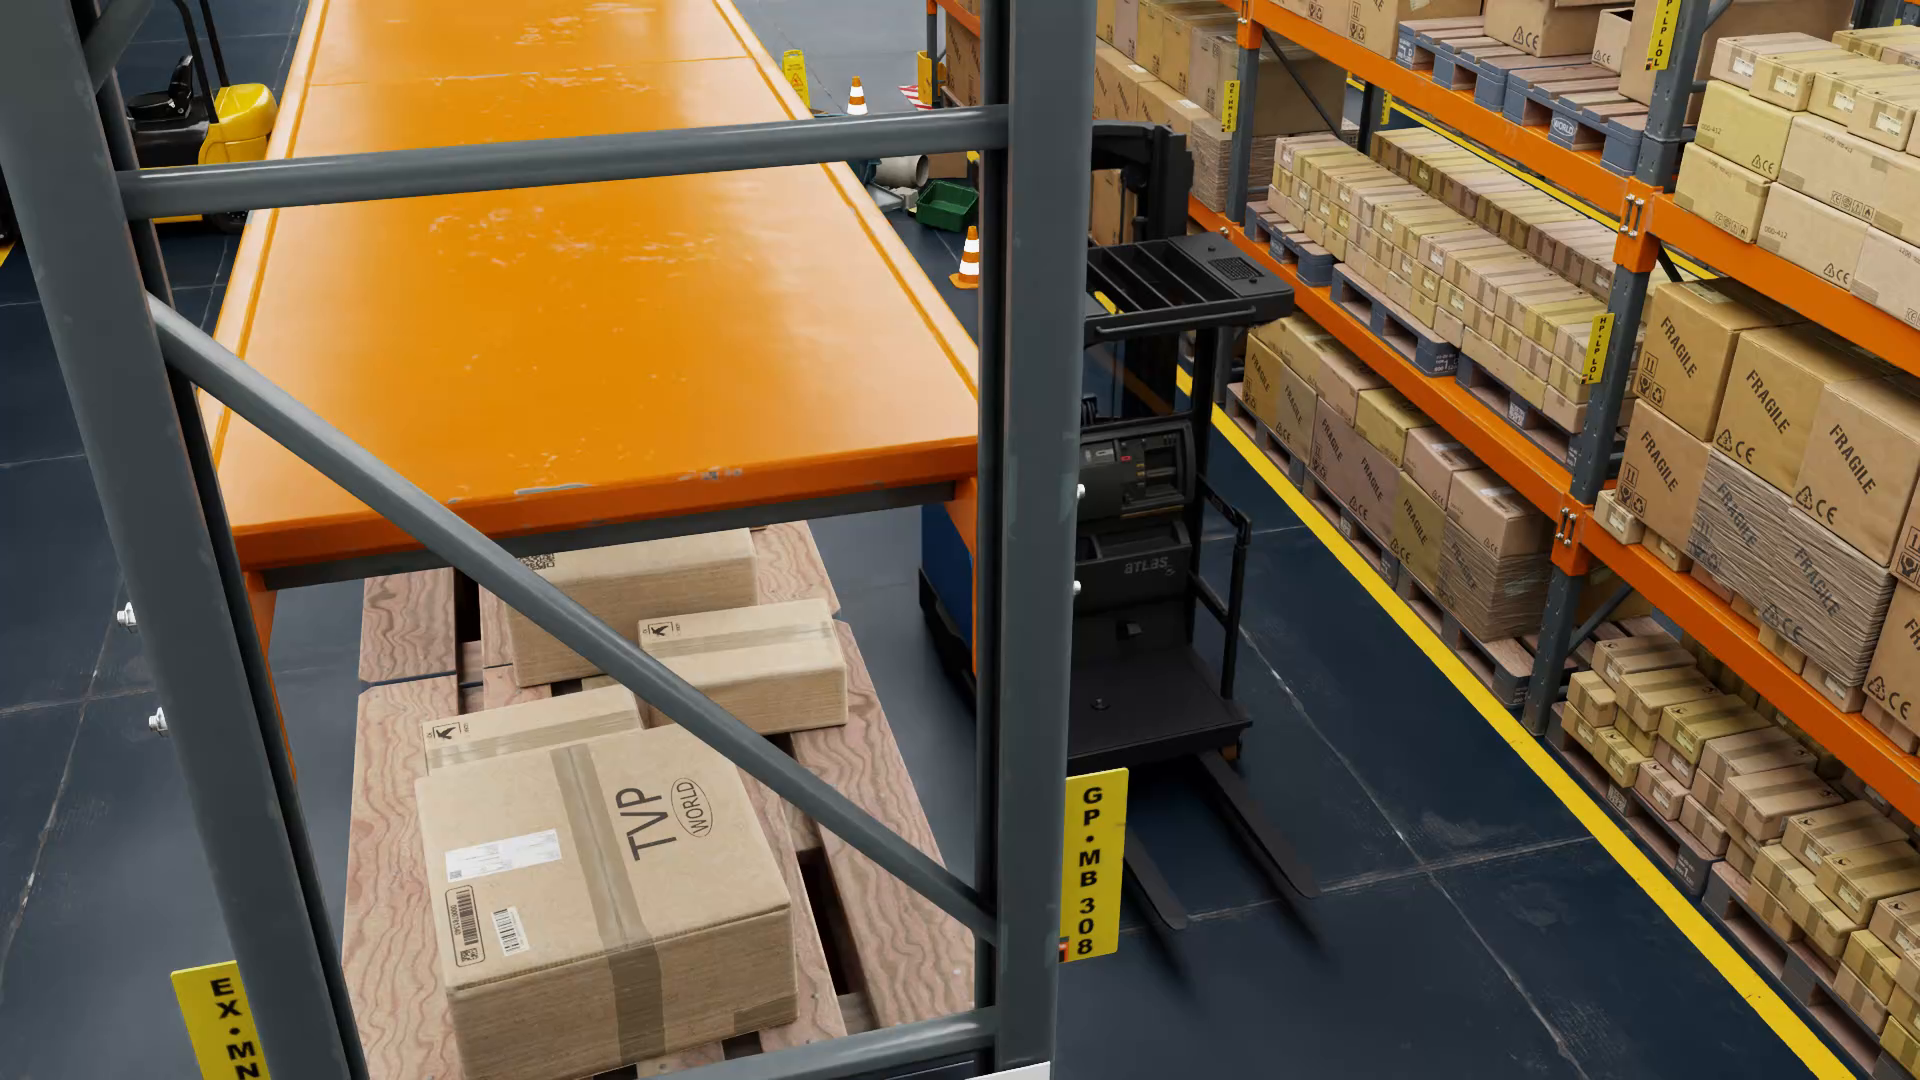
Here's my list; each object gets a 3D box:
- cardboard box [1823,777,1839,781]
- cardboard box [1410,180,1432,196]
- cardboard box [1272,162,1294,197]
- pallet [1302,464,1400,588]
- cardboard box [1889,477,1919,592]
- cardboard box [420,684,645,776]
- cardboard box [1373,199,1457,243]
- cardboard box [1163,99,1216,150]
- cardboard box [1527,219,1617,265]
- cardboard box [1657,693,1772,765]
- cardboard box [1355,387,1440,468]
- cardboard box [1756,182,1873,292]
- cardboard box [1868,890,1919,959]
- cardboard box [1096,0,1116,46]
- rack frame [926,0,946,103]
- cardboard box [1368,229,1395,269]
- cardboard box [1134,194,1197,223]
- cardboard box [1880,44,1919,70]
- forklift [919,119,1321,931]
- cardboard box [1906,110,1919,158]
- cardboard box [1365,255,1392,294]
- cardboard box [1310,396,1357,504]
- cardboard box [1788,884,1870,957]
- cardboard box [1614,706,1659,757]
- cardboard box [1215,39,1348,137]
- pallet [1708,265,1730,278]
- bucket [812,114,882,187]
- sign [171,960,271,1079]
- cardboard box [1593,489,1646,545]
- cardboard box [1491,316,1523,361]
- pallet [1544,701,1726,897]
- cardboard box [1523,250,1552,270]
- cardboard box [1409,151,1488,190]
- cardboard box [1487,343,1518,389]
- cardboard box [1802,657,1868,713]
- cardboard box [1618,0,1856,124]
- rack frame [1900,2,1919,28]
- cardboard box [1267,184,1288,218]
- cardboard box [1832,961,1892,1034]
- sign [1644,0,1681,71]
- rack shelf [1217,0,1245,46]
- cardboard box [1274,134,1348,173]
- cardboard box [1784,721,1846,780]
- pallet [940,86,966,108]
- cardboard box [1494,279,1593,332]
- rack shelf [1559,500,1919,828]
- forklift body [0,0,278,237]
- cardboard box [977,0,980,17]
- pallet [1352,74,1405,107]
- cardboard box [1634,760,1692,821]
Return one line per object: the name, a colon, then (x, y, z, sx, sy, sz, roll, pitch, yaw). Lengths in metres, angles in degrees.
cardboard box: (3.855, 1.015, 7.363, 0.380, 0.149, 0.250, -8, 31, -13)
cardboard box: (2.975, -2.109, 10.165, 0.380, 0.149, 0.250, -7, 31, -12)
cardboard box: (2.194, -2.282, 10.464, 0.380, 0.149, 0.250, -6, 31, -11)
pallet: (2.786, -0.168, 10.060, 1.003, 0.211, 1.213, -8, 31, -13)
cardboard box: (3.597, -0.019, 5.625, 0.500, 0.500, 0.500, -9, 31, -15)
cardboard box: (-0.757, 0.419, 3.001, 0.380, 0.149, 0.250, -10, 32, -17)
cardboard box: (2.546, -1.787, 9.313, 0.380, 0.149, 0.250, -7, 31, -12)
cardboard box: (1.750, -2.807, 11.736, 0.500, 0.500, 0.500, -8, 31, -13)
cardboard box: (3.316, -1.615, 9.014, 0.380, 0.149, 0.250, -7, 31, -11)
cardboard box: (3.344, 0.836, 7.374, 0.380, 0.149, 0.250, -8, 31, -14)
cardboard box: (2.602, -0.663, 9.459, 0.500, 0.250, 0.500, -9, 31, -15)
cardboard box: (3.332, -1.142, 6.116, 0.500, 0.250, 0.500, -8, 31, -14)
cardboard box: (3.700, 1.461, 6.296, 0.380, 0.149, 0.250, -9, 31, -15)
cardboard box: (1.474, -4.261, 13.251, 0.700, 0.500, 0.500, -8, 31, -14)
rack frame: (0.136, -6.204, 17.706, 1.000, 3.000, 0.127, -8, 31, -13)
cardboard box: (2.538, -1.660, 9.390, 0.380, 0.149, 0.250, -8, 31, -14)
cardboard box: (1.949, -2.276, 12.746, 1.050, 0.750, 0.750, -7, 31, -13)
cardboard box: (3.748, -1.790, 6.337, 0.380, 0.149, 0.250, -7, 31, -12)
forklift: (0.720, -0.254, 7.495, 1.130, 2.935, 3.031, -9, 31, -16)
cardboard box: (3.440, -1.355, 5.586, 0.380, 0.149, 0.250, -9, 31, -15)
cardboard box: (2.538, -1.530, 9.463, 0.380, 0.149, 0.250, -7, 31, -13)
cardboard box: (2.479, -0.575, 10.057, 0.500, 0.500, 0.500, -9, 31, -15)
cardboard box: (3.528, 1.475, 6.568, 0.380, 0.149, 0.250, -8, 31, -13)
cardboard box: (3.263, 0.843, 7.661, 0.380, 0.149, 0.250, -8, 31, -13)
cardboard box: (2.150, -3.035, 11.132, 0.700, 0.500, 0.500, -8, 31, -14)
pallet: (6.863, -2.122, 13.436, 1.003, 0.211, 1.213, -8, 31, -13)
bucket: (-1.061, -3.273, 14.391, 0.726, 0.611, 0.620, 2, 40, 4)
sign: (-0.889, 0.649, 2.067, 0.100, 0.325, 0.005, -8, 31, -13)
cardboard box: (3.081, -0.120, 7.444, 0.380, 0.149, 0.250, -7, 31, -11)
cardboard box: (2.891, -1.024, 8.290, 0.380, 0.149, 0.250, -7, 31, -11)
pallet: (3.534, 1.118, 7.839, 1.003, 0.211, 1.213, -8, 31, -13)
cardboard box: (3.307, -1.495, 9.104, 0.380, 0.149, 0.250, -8, 31, -14)
cardboard box: (2.966, -2.247, 10.107, 0.380, 0.149, 0.250, -7, 31, -12)
cardboard box: (2.891, -0.893, 8.361, 0.380, 0.149, 0.250, -8, 31, -13)
cardboard box: (3.477, 0.510, 6.356, 0.380, 0.149, 0.250, -7, 31, -11)
cardboard box: (3.327, -2.129, 7.152, 0.700, 0.500, 0.500, -8, 31, -13)
rack frame: (7.069, -2.951, 12.085, 1.000, 3.000, 0.127, -8, 31, -13)
cardboard box: (2.184, -2.171, 10.568, 0.380, 0.149, 0.250, -8, 31, -14)
cardboard box: (3.630, 1.732, 6.421, 0.380, 0.149, 0.250, -7, 31, -12)
sign: (2.787, -2.026, 6.583, 0.100, 0.325, 0.005, -8, 31, -13)
rack shelf: (1.729, -4.293, 12.128, 1.077, 0.370, 4.000, -8, 31, -13)
cardboard box: (2.197, -2.420, 10.405, 0.380, 0.149, 0.250, -8, 31, -13)
cardboard box: (3.839, 0.896, 7.271, 0.380, 0.149, 0.250, -7, 31, -12)
pallet: (0.424, -4.622, 17.755, 1.003, 0.211, 1.213, -8, 31, -13)
cardboard box: (2.888, -1.162, 8.232, 0.380, 0.149, 0.250, -9, 31, -15)
rack shelf: (3.852, 0.869, 6.204, 1.077, 0.370, 4.000, -8, 31, -13)
forklift body: (-7.132, -3.795, 14.391, 2.313, 2.155, 1.214, -8, 31, -13)
cardboard box: (0.654, -5.296, 15.986, 0.875, 0.550, 0.500, -8, 31, -13)
pallet: (5.147, -5.174, 18.710, 1.003, 0.211, 1.213, -8, 31, -13)
cardboard box: (3.295, 1.104, 7.506, 0.380, 0.149, 0.250, -8, 31, -14)
